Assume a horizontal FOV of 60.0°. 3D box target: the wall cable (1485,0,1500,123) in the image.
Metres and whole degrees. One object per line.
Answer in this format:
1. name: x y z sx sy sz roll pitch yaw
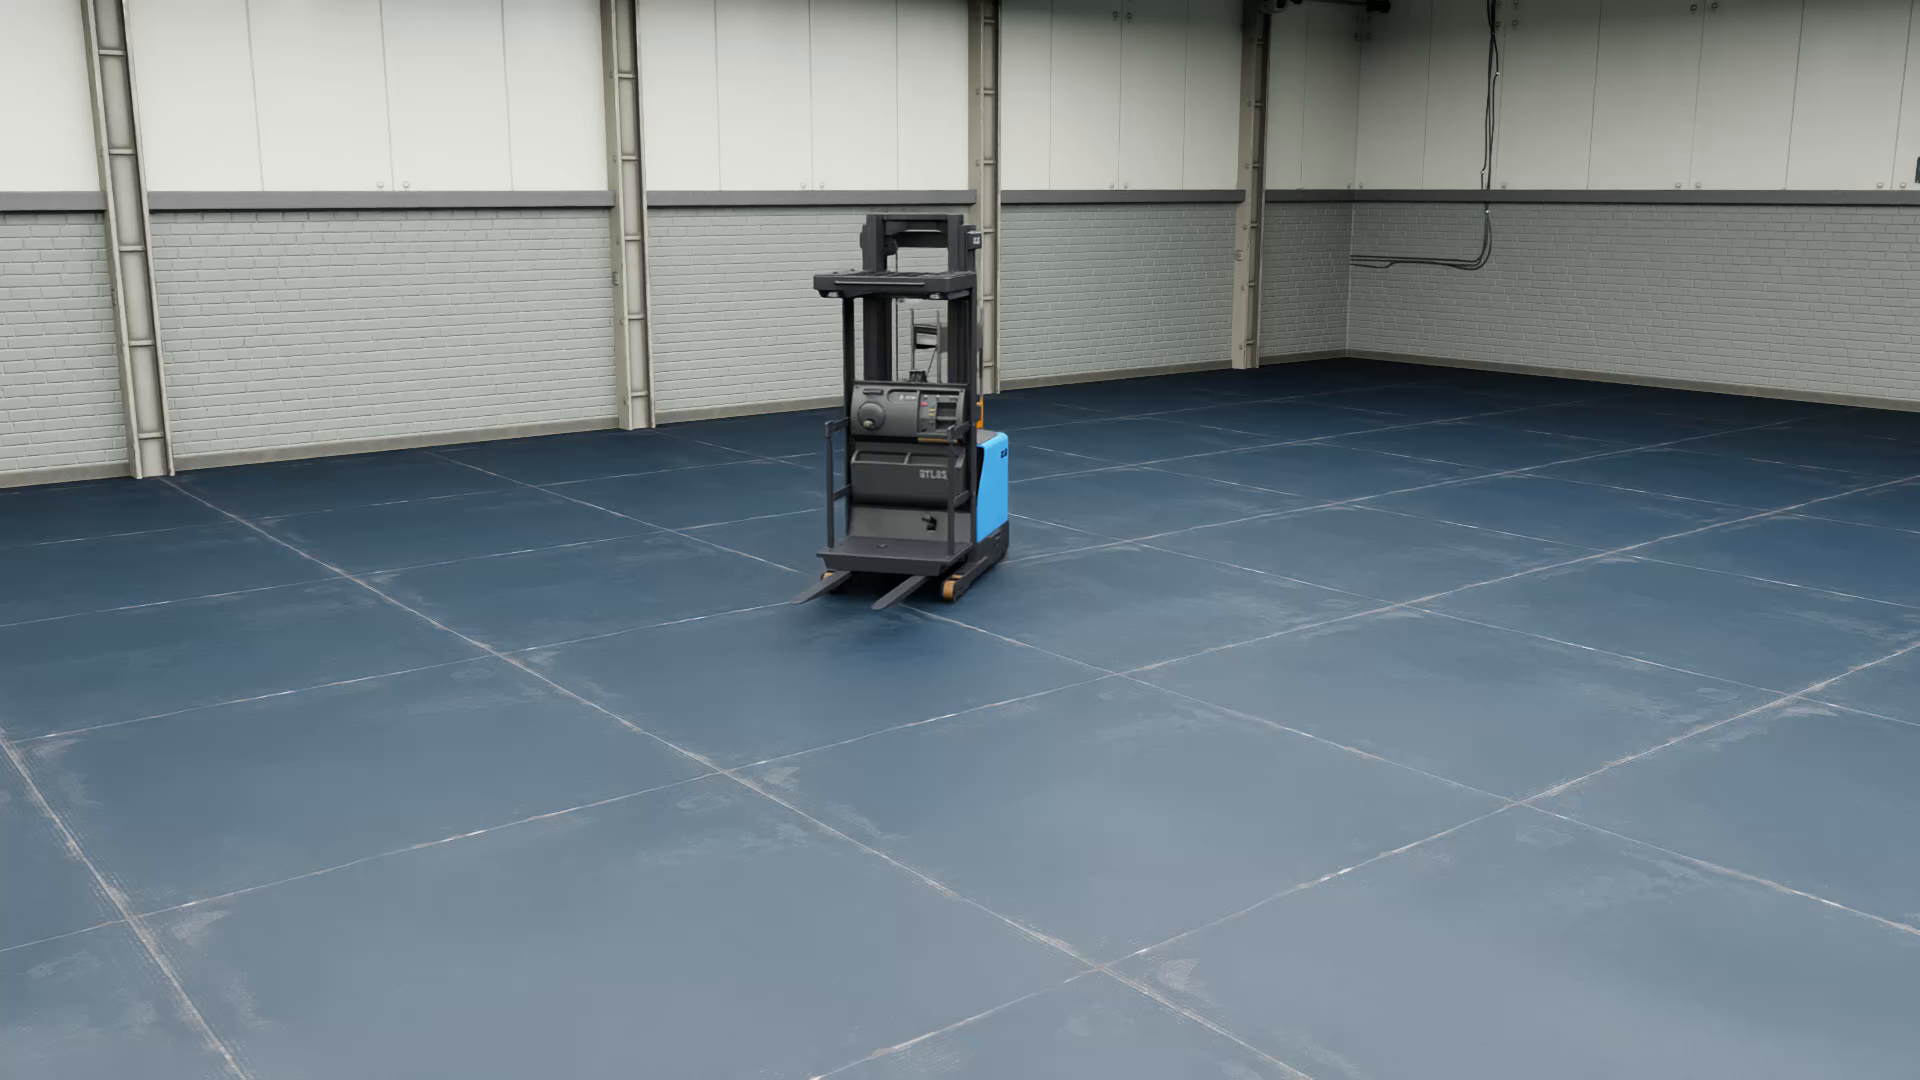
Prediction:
1. wall cable: 9.873 -8.141 27.122 0.112 2.526 3.097 -9 15 -38

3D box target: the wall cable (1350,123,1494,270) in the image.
1. wall cable: 8.183 -6.110 29.713 0.112 2.526 3.097 -9 15 -38

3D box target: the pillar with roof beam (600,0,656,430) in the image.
1. pillar with roof beam: -1.624 -5.206 17.979 0.400 9.000 9.100 -9 15 -38

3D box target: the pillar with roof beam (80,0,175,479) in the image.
1. pillar with roof beam: -6.309 -4.427 14.312 0.400 9.000 9.100 -9 15 -38

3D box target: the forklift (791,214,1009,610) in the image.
1. forklift: -0.471 -1.048 13.009 1.130 2.935 3.031 3 12 16

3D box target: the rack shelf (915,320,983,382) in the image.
1. rack shelf: -0.113 -1.694 14.748 0.480 0.518 0.431 -10 15 -39

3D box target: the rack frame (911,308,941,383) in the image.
1. rack frame: -0.300 -0.990 14.738 0.015 2.100 0.400 -10 15 -39

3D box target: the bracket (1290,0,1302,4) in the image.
1. bracket: 5.603 -9.218 28.209 0.430 0.232 0.235 -9 15 -38

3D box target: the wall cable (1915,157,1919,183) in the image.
1. wall cable: 14.102 -7.750 21.776 0.169 6.003 2.305 -9 15 -38

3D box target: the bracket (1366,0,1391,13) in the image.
1. bracket: 7.453 -9.525 29.657 0.430 0.232 0.235 -9 15 -38

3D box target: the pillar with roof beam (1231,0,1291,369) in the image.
1. pillar with roof beam: 7.746 -6.763 25.312 0.548 9.000 9.100 -9 15 -38

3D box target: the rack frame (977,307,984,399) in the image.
1. rack frame: 0.074 -1.055 15.044 0.015 2.100 0.400 -10 15 -39

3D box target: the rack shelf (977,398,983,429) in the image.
1. rack shelf: -0.113 -1.010 14.894 0.480 0.518 0.431 -10 15 -39

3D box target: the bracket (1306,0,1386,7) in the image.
1. bracket: 6.992 -9.449 29.296 3.189 0.066 0.076 -9 15 -38

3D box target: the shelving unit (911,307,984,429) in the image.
1. shelving unit: -0.113 -1.023 14.891 0.503 2.100 0.431 -10 15 -39

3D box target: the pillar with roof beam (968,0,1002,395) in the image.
1. pillar with roof beam: 3.061 -5.984 21.645 0.400 9.000 9.100 -9 15 -38
